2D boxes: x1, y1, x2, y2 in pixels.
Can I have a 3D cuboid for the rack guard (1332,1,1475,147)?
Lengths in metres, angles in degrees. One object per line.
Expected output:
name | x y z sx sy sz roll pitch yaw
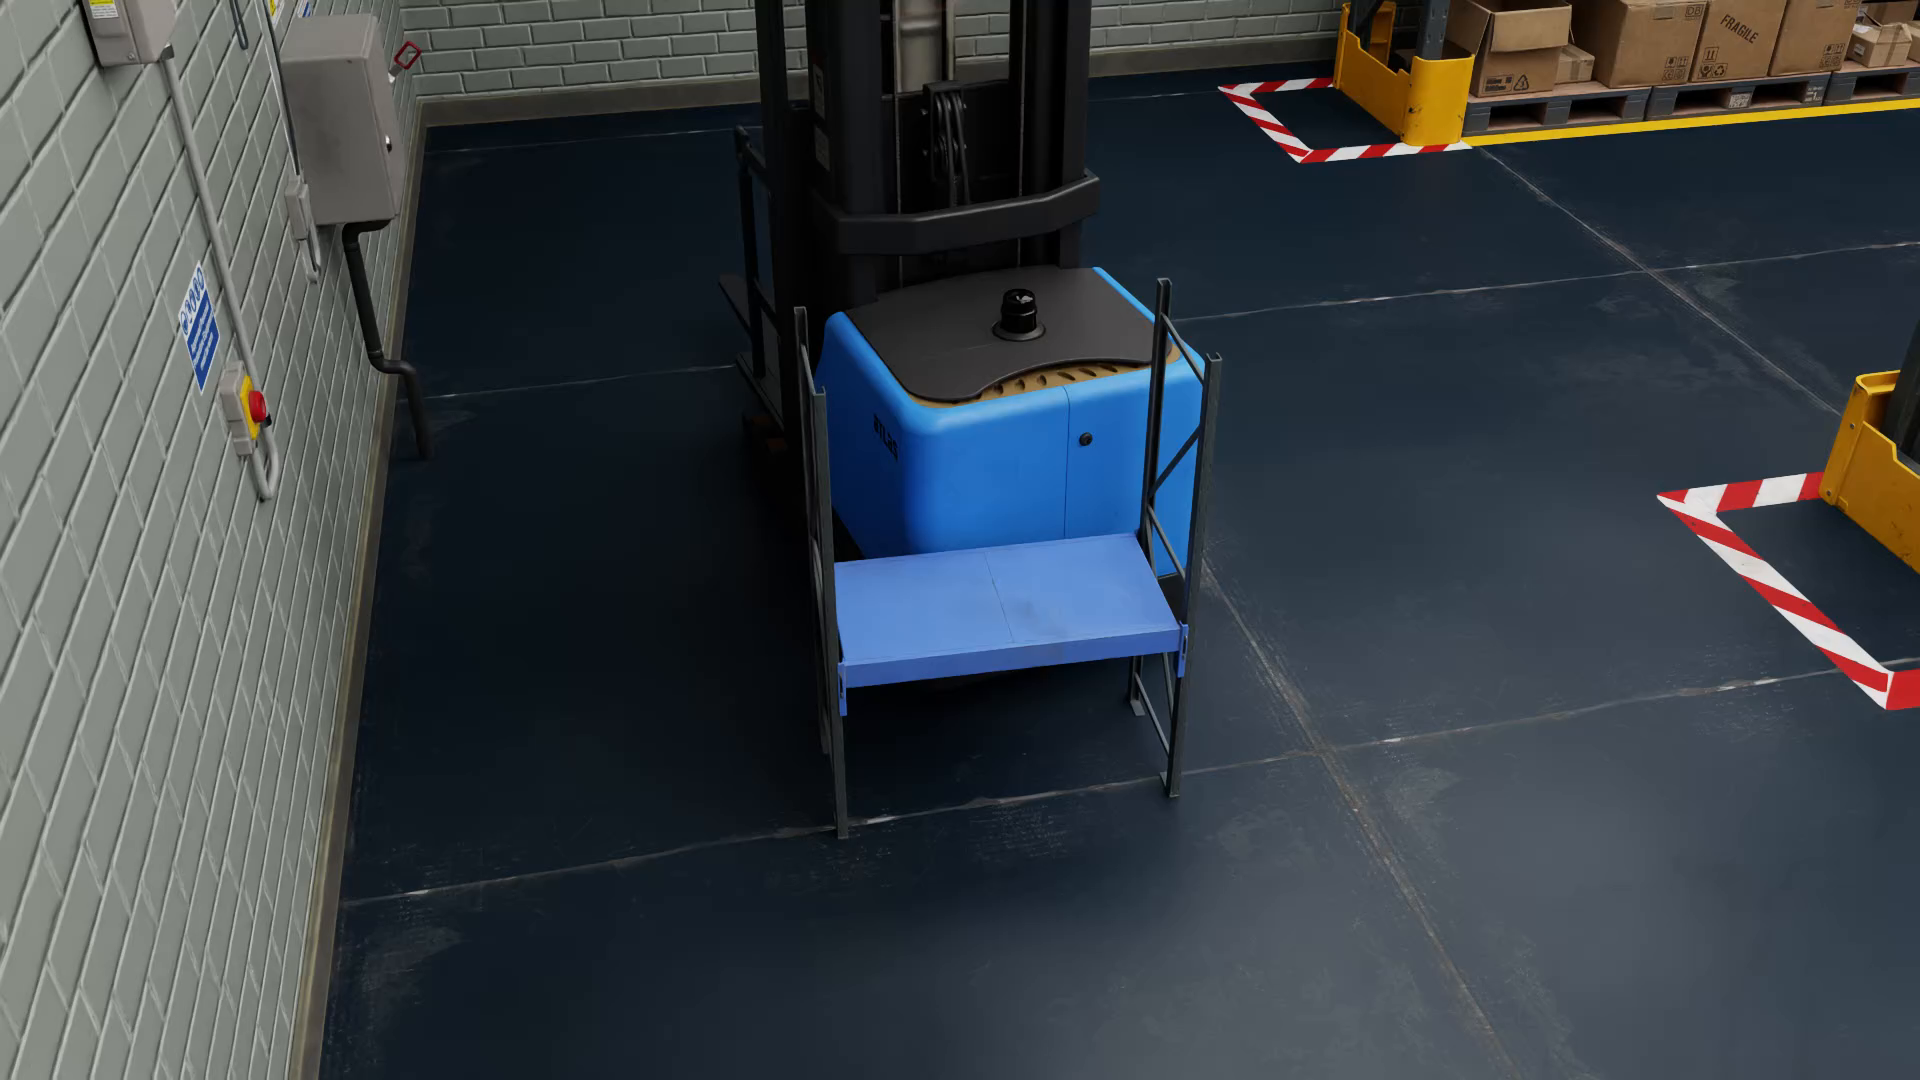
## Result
rack guard | 2.646 -2.822 10.006 0.348 0.500 1.175 -7 35 -11

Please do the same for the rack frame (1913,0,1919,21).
rack frame | 6.473 -4.342 10.028 0.127 3.000 1.000 -7 35 -11

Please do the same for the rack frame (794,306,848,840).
rack frame | -0.390 0.128 4.712 0.032 1.500 0.500 -6 34 -8

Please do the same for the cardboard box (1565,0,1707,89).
cardboard box | 4.032 -3.094 10.036 0.500 0.500 0.700 -6 34 -9

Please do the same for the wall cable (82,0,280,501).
wall cable | -1.824 -0.882 3.933 0.123 1.953 0.585 -7 35 -11

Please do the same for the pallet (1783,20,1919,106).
pallet | 5.803 -3.100 10.681 1.213 0.211 1.003 -7 35 -11

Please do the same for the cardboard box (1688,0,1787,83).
cardboard box | 4.570 -3.105 10.052 0.500 0.500 0.500 -7 34 -10

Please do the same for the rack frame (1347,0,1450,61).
rack frame | 2.572 -3.850 9.296 0.127 3.000 1.000 -7 35 -11

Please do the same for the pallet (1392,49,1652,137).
pallet | 3.424 -2.800 10.234 1.213 0.211 1.003 -7 35 -11

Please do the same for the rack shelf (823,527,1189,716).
rack shelf | 0.110 0.227 4.888 1.000 0.185 0.538 -6 34 -8

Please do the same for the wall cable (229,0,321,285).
wall cable | -2.148 -1.638 5.088 0.122 1.984 0.588 -7 35 -11

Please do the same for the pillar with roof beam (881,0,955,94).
pillar with roof beam | 0.693 -4.160 4.374 0.400 9.000 9.100 -7 35 -11

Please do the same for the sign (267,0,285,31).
sign | -2.335 -1.894 5.640 0.001 0.242 0.339 -7 35 -11

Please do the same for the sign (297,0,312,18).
sign | -2.456 -1.810 6.341 0.001 0.494 0.329 -7 35 -11

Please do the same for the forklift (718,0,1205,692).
forklift | -0.233 -1.539 5.913 1.130 2.935 3.031 -13 36 -18

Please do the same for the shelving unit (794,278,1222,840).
shelving unit | 0.110 0.078 4.787 1.048 1.500 0.538 -6 34 -8

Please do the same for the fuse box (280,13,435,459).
fuse box | -2.145 -1.072 6.312 0.414 1.711 0.539 -7 35 -11

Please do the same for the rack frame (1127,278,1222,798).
rack frame | 0.610 0.028 4.862 0.032 1.500 0.500 -6 34 -8

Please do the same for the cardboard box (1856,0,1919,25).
cardboard box | 5.777 -3.447 10.731 0.500 0.311 0.500 -6 34 -9

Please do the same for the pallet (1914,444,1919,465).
pallet | 4.433 -0.136 6.263 1.213 0.211 1.003 -7 35 -11

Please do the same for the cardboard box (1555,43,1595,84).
cardboard box | 3.612 -2.896 10.055 0.250 0.149 0.380 -9 35 -12

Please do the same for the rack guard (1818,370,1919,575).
rack guard | 3.647 -0.112 5.968 0.348 0.500 1.175 -7 35 -11

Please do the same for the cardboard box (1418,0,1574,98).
cardboard box | 3.190 -3.012 9.910 0.637 0.503 0.797 -9 35 -12

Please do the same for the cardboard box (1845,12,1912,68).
cardboard box | 5.647 -3.109 10.268 0.258 0.266 0.396 -6 34 -9

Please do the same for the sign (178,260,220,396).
sign | -1.873 -0.526 4.099 0.001 0.218 0.327 -7 35 -11

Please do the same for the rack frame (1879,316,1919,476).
rack frame | 3.671 -1.153 5.276 0.127 3.000 1.000 -7 35 -11

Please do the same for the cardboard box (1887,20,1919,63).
cardboard box | 5.995 -3.105 10.366 0.250 0.149 0.380 -8 35 -12

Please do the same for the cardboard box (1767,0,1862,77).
cardboard box | 5.044 -3.222 10.226 0.500 0.500 0.700 -8 35 -12

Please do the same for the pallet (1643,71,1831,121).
pallet | 4.611 -2.948 10.454 1.213 0.211 1.003 -7 35 -11
